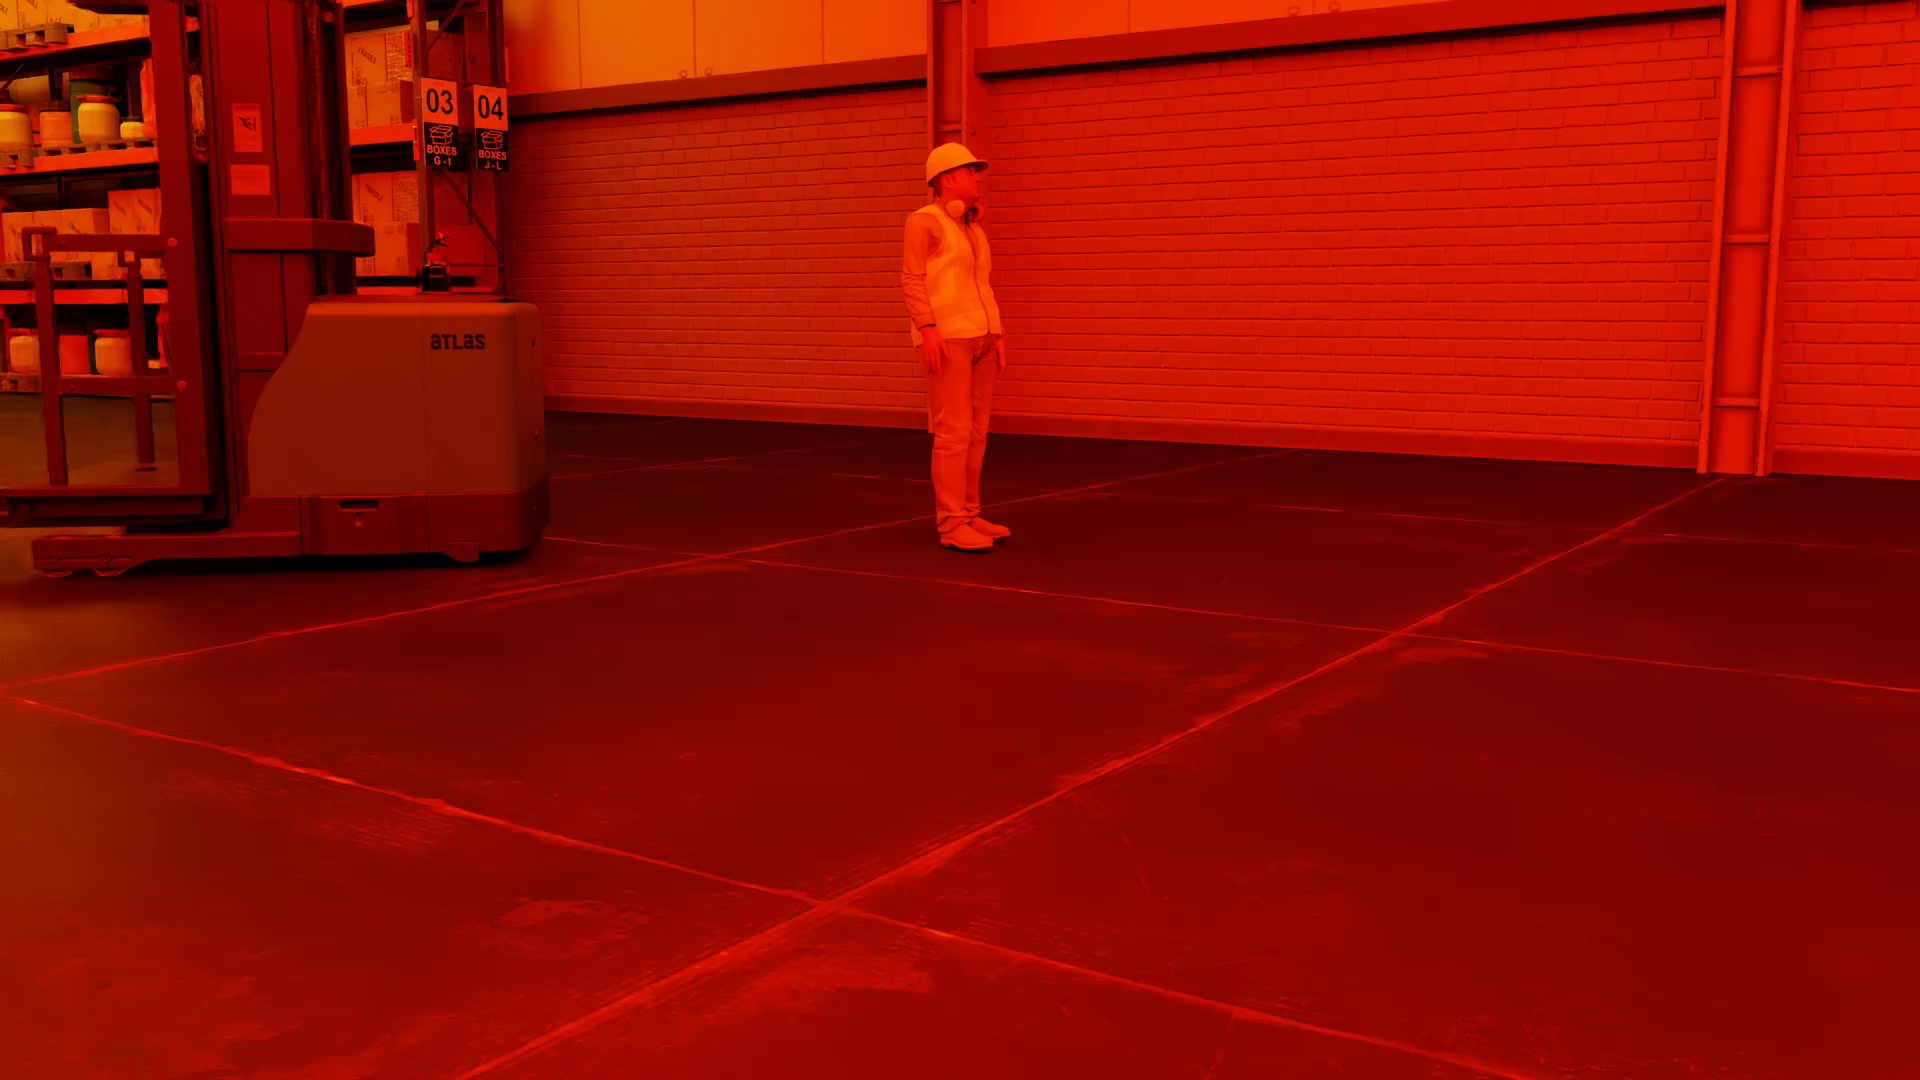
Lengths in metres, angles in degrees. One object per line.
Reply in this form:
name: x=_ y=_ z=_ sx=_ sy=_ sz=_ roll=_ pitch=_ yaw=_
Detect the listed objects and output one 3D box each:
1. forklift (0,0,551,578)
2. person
forklift: x=-3.345 y=-1.381 z=6.904 sx=3.031 sy=2.935 sz=1.130 roll=-1 pitch=8 yaw=-7
person: x=0.047 y=-0.880 z=7.437 sx=0.568 sy=1.773 sz=0.632 roll=5 pitch=10 yaw=34
